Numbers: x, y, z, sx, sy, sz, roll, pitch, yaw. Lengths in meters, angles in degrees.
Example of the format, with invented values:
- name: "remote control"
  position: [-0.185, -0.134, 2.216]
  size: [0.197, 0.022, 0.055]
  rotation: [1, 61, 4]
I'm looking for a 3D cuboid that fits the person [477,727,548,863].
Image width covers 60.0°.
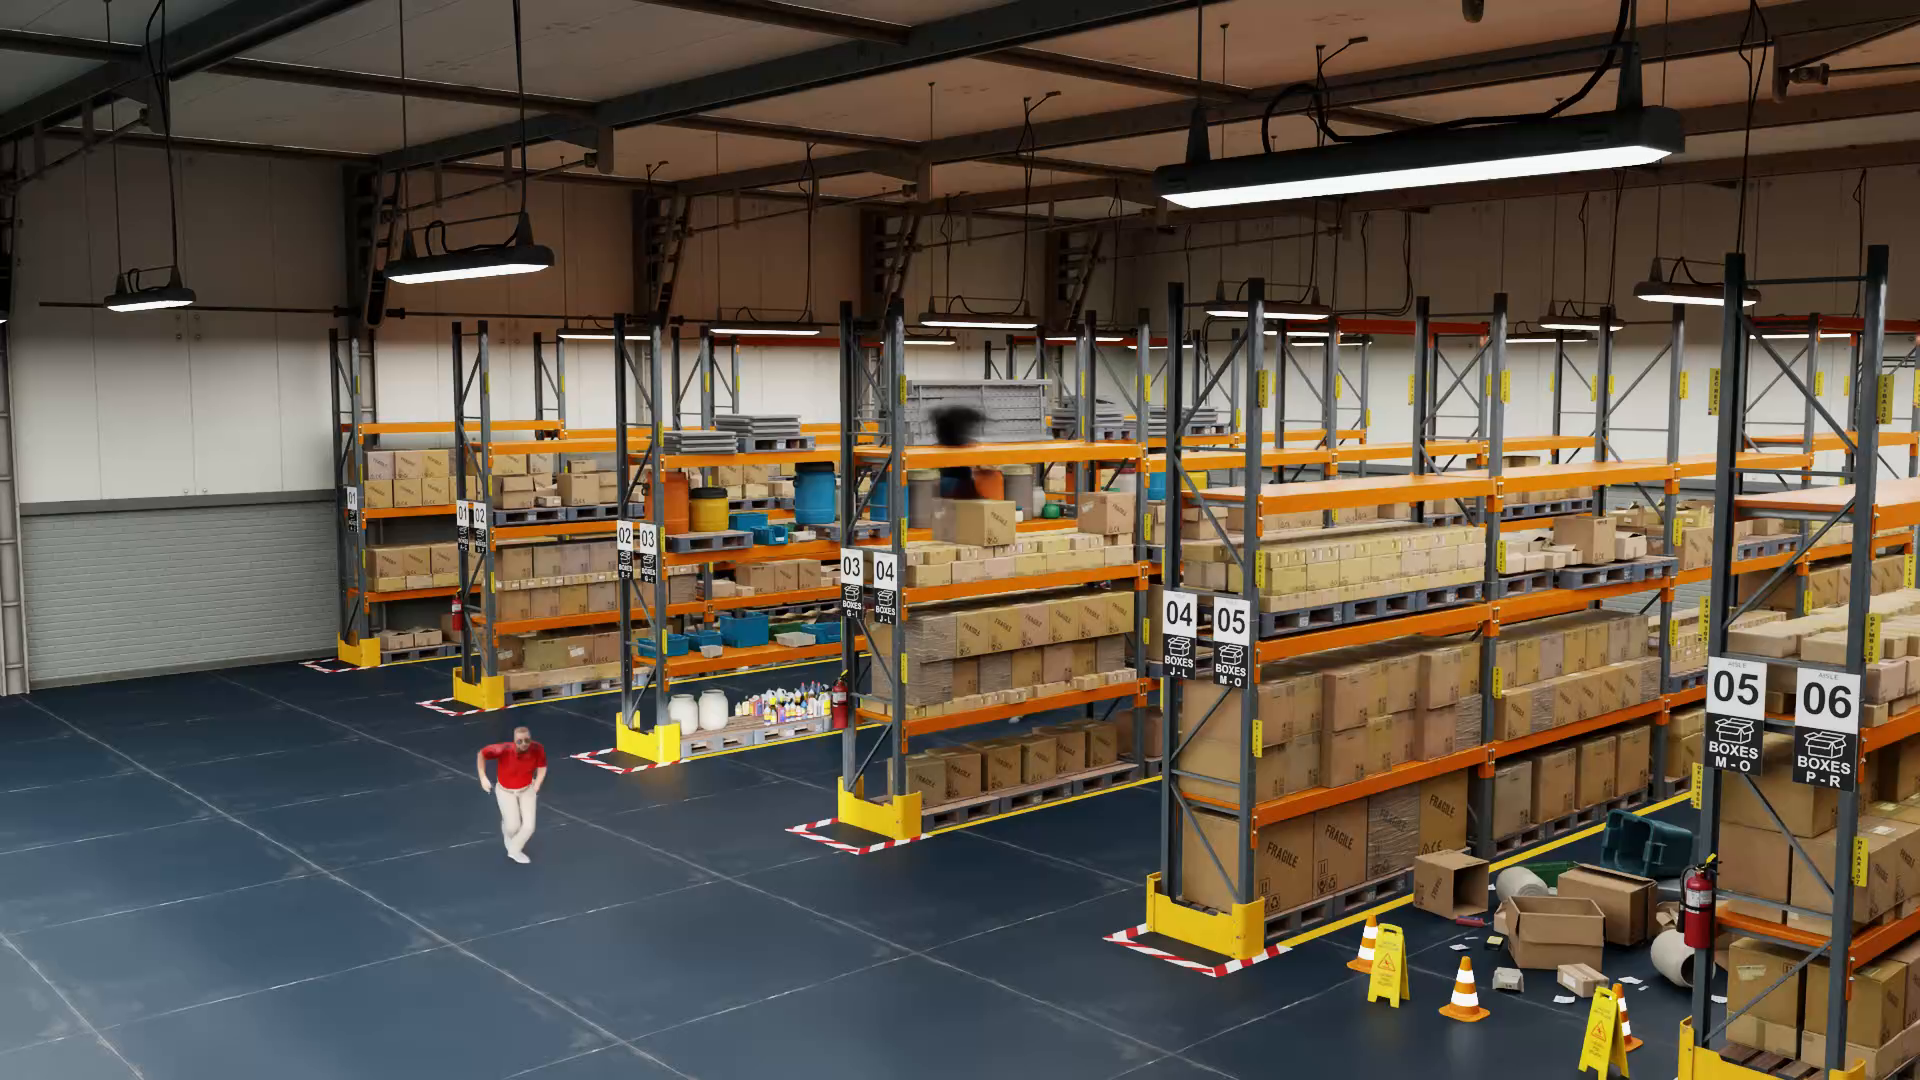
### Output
- name: "person"
  position: [-4.682, 2.682, 17.444]
  size: [0.696, 1.548, 0.833]
  rotation: [-3, 6, -27]

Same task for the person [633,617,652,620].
- name: "person"
  position: [-5.777, 1.323, 30.340]
  size: [0.721, 1.712, 0.640]
  rotation: [3, 7, 31]

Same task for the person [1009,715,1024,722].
- name: "person"
  position: [0.871, 1.867, 24.791]
  size: [0.663, 1.704, 0.716]
  rotation: [3, 6, 28]
